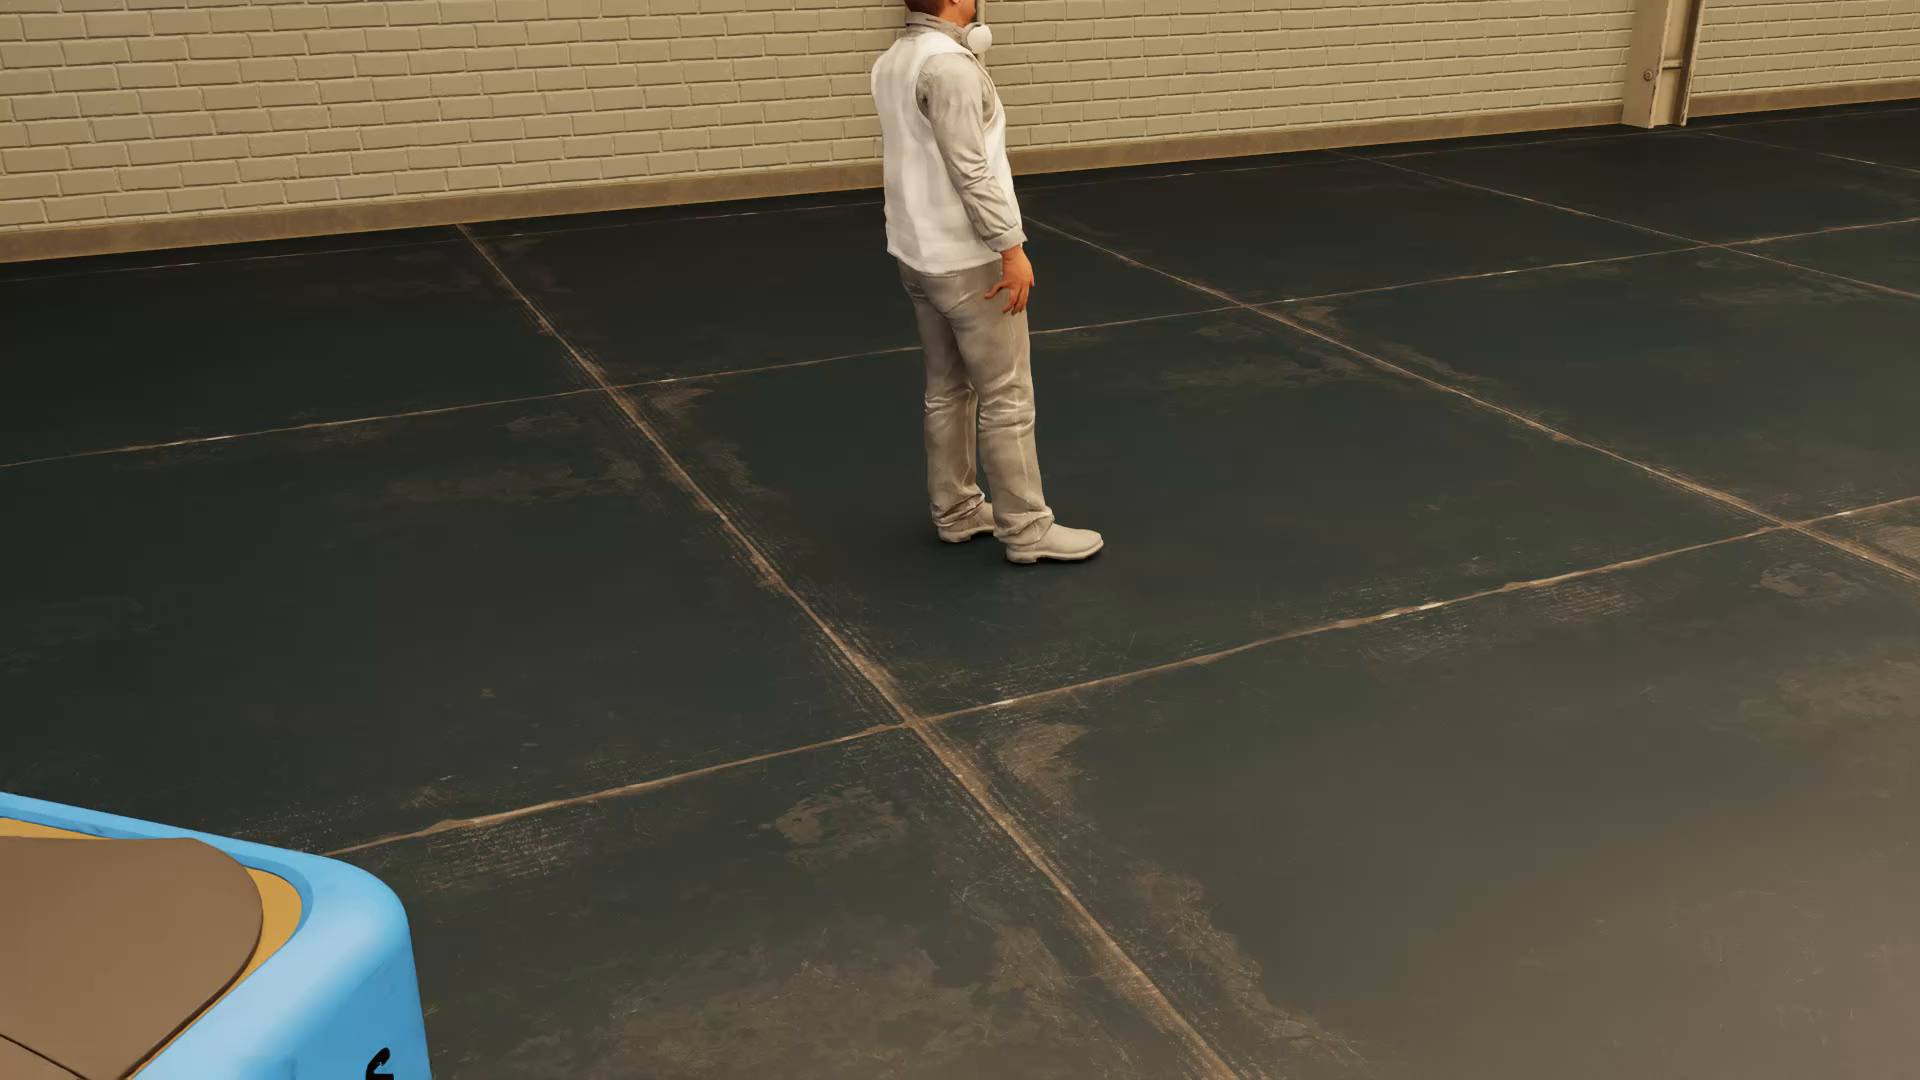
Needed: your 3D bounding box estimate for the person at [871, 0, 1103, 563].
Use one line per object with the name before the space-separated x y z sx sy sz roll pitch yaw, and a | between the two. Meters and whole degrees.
person | 0.060 -0.833 4.782 0.566 1.775 0.633 -10 25 -23
